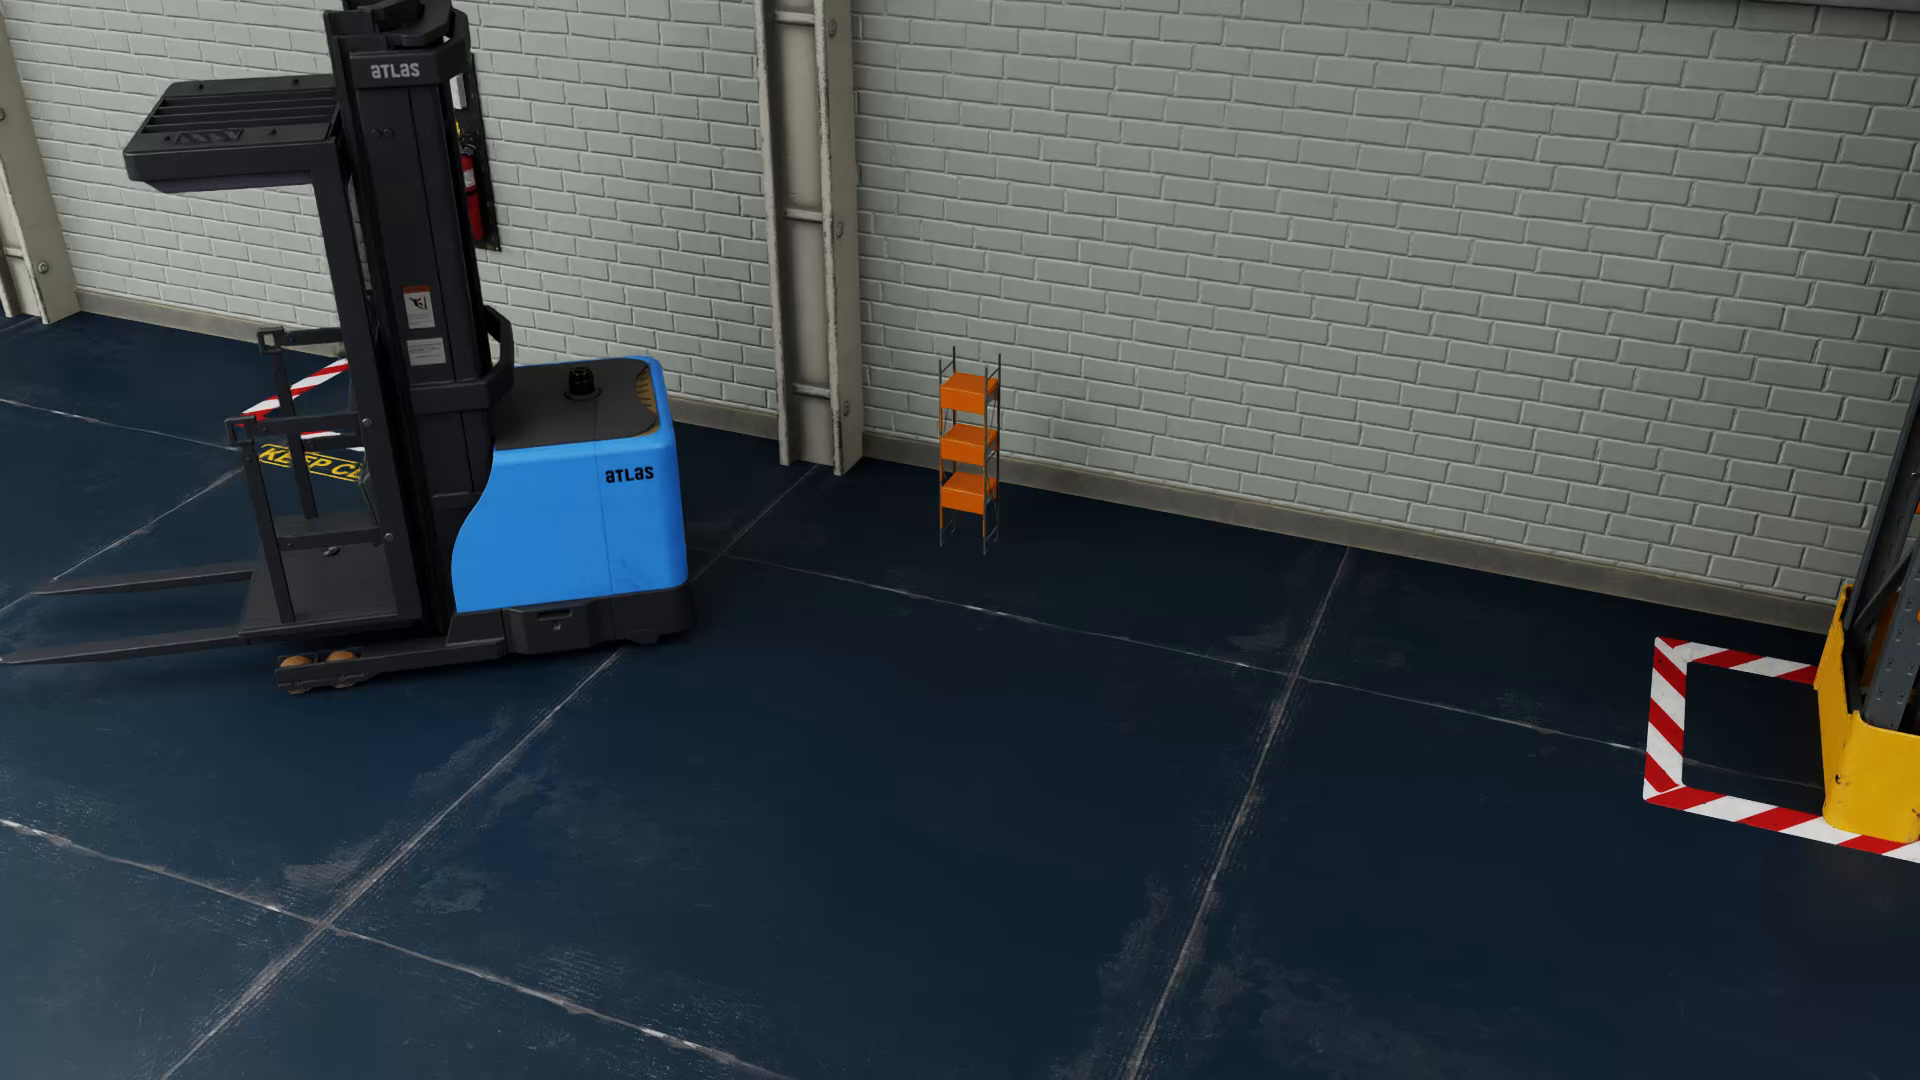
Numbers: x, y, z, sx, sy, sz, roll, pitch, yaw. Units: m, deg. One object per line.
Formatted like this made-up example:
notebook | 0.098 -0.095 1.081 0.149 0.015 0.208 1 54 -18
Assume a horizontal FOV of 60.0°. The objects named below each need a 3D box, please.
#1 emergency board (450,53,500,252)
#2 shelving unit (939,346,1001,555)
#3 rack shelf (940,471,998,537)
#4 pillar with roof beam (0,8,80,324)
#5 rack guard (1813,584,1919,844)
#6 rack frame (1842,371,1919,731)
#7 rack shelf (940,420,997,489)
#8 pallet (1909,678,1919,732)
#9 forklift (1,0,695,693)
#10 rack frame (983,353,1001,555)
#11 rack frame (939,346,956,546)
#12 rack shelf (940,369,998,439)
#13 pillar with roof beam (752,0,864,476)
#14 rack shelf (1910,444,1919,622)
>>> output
emergency board | -3.067 -2.249 9.681 0.643 1.169 0.194 11 31 19
shelving unit | 0.050 -0.447 8.474 0.252 1.050 0.215 11 31 19
rack shelf | 0.050 -0.196 8.616 0.240 0.259 0.215 11 31 19
pillar with roof beam | -7.969 -3.533 5.856 0.400 9.000 9.100 11 31 19
rack guard | 3.865 0.703 6.999 0.348 0.500 1.175 11 31 19
rack frame | 3.795 -0.400 6.409 0.127 3.000 1.000 11 31 19
rack shelf | 0.050 -0.438 8.479 0.240 0.259 0.215 11 31 19
pallet | 4.605 0.995 6.776 1.213 0.211 1.003 11 31 19
forklift | -2.835 -0.868 7.307 3.031 2.935 1.130 -7 30 -11
rack frame | 0.163 -0.425 8.434 0.008 1.050 0.200 11 31 19
rack frame | -0.063 -0.470 8.514 0.008 1.050 0.200 11 31 19
rack shelf | 0.050 -0.685 8.340 0.240 0.259 0.215 11 31 19
pillar with roof beam | -2.410 -2.423 3.892 0.400 9.000 9.100 11 31 19
rack shelf | 5.648 0.283 5.931 4.000 0.370 1.077 11 31 19
